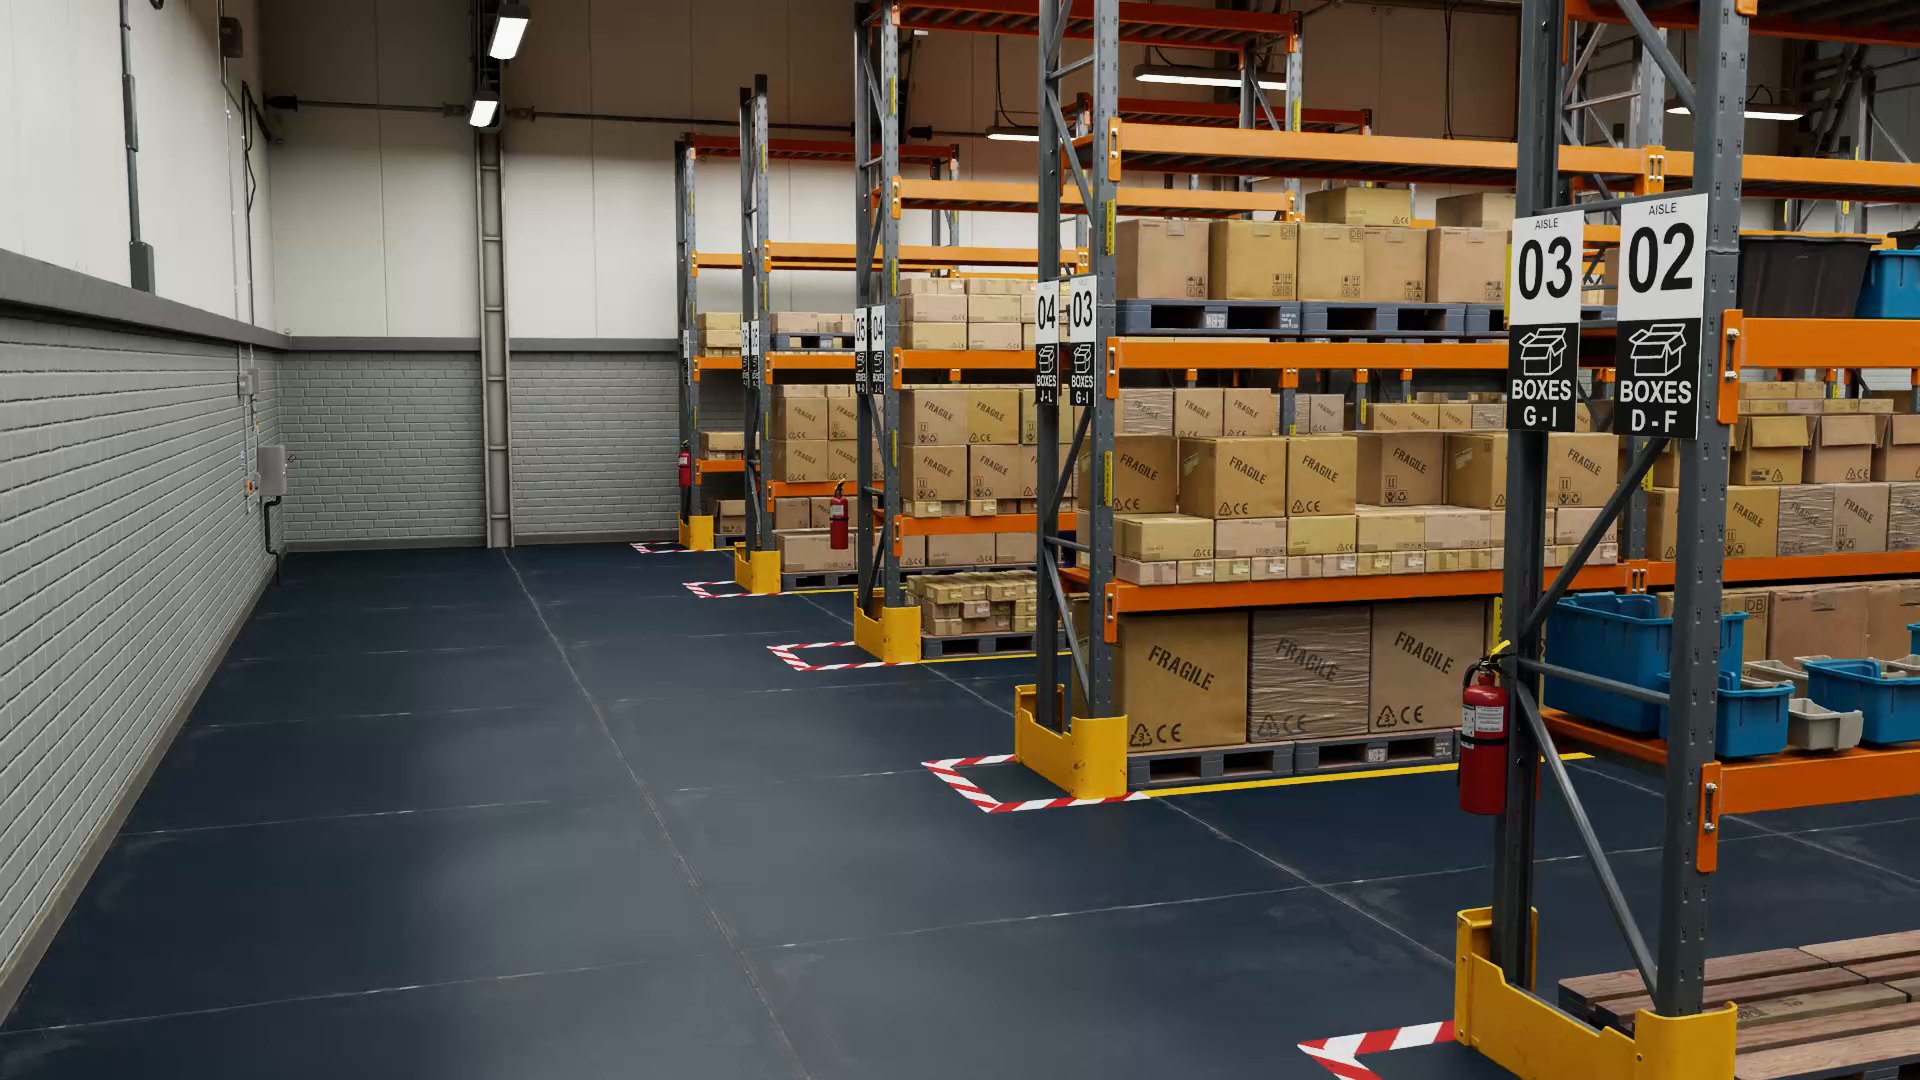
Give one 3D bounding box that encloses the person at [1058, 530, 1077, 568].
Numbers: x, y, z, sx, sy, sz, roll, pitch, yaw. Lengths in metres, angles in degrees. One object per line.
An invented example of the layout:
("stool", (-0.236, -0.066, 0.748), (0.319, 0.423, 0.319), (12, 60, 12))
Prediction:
("person", (1.310, -0.108, 18.749), (0.343, 1.650, 0.558), (-2, 6, -22))
